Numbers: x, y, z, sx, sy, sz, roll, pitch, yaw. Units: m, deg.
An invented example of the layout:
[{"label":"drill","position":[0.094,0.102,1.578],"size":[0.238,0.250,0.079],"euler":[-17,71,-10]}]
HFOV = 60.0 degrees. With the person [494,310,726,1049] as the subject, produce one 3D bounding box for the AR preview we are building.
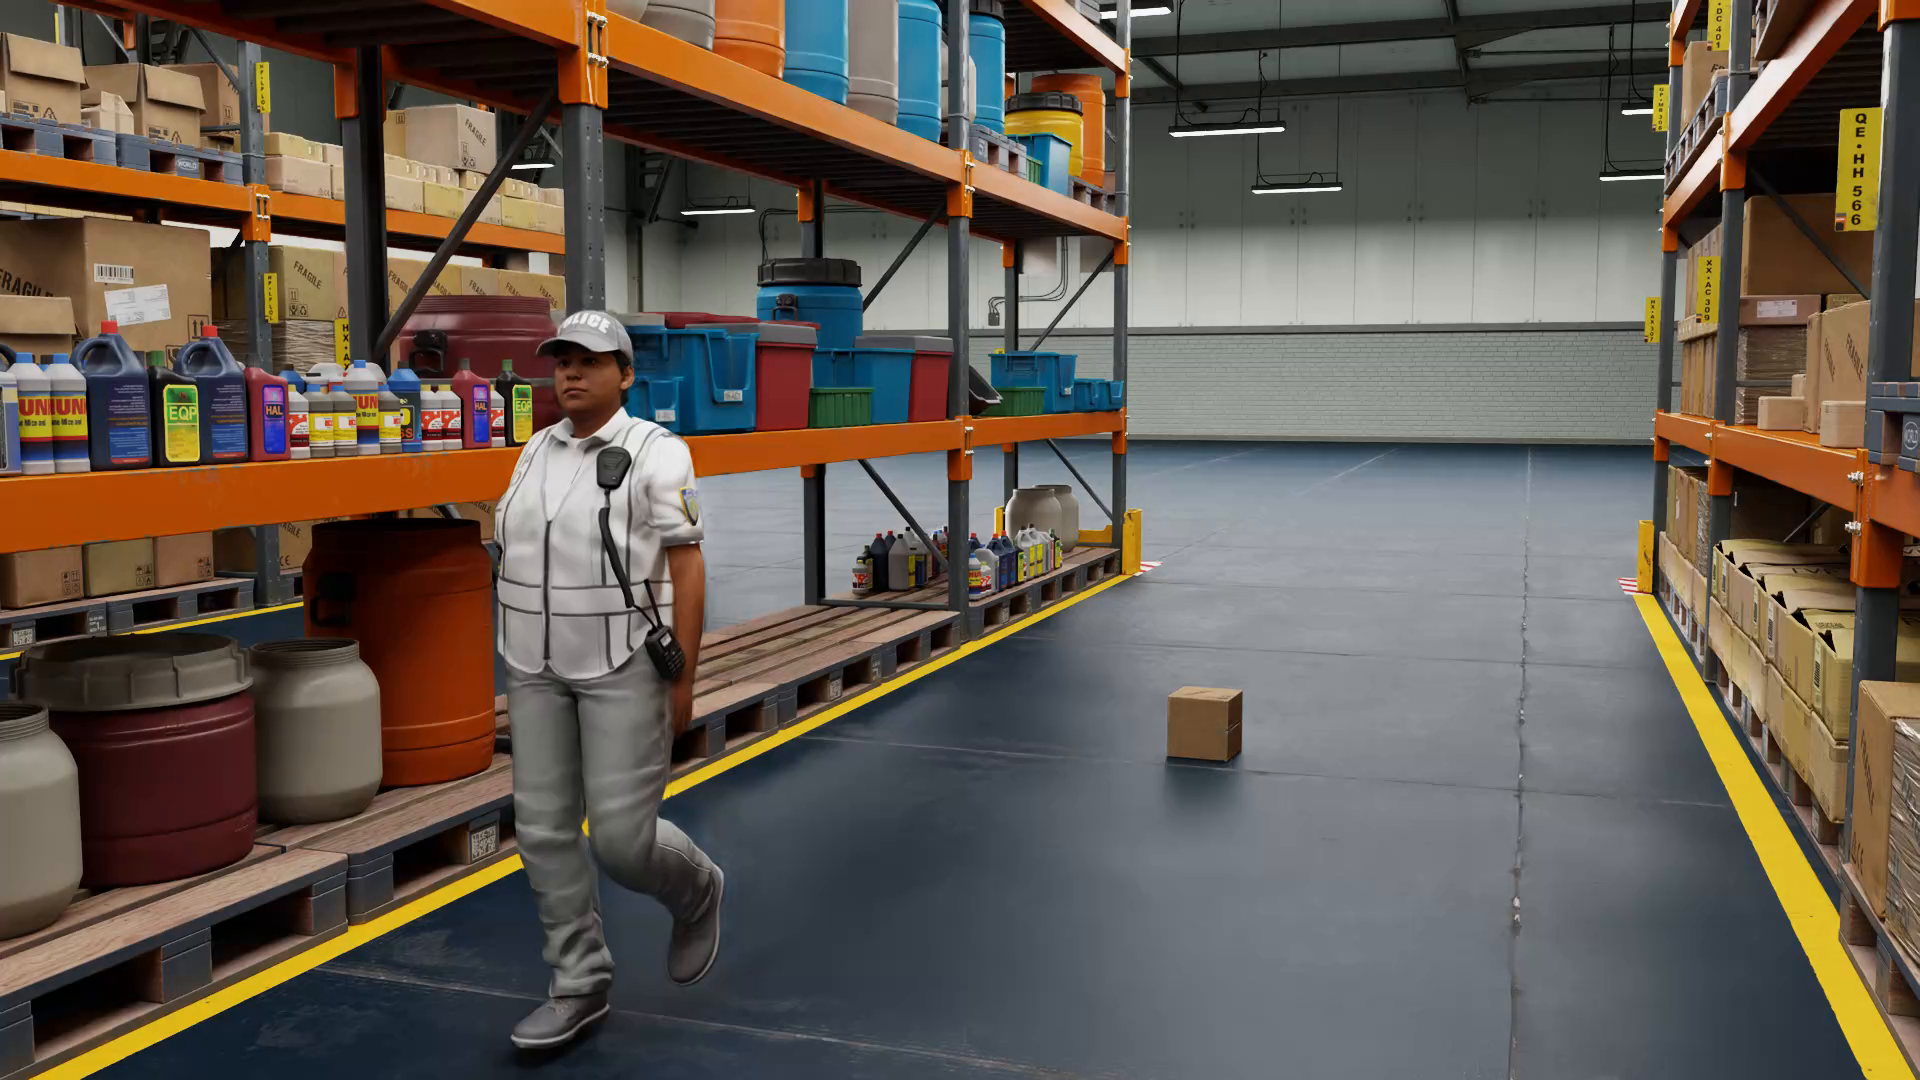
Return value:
[{"label":"person","position":[-0.809,0.298,3.833],"size":[0.478,1.640,0.577],"euler":[2,6,21]}]
